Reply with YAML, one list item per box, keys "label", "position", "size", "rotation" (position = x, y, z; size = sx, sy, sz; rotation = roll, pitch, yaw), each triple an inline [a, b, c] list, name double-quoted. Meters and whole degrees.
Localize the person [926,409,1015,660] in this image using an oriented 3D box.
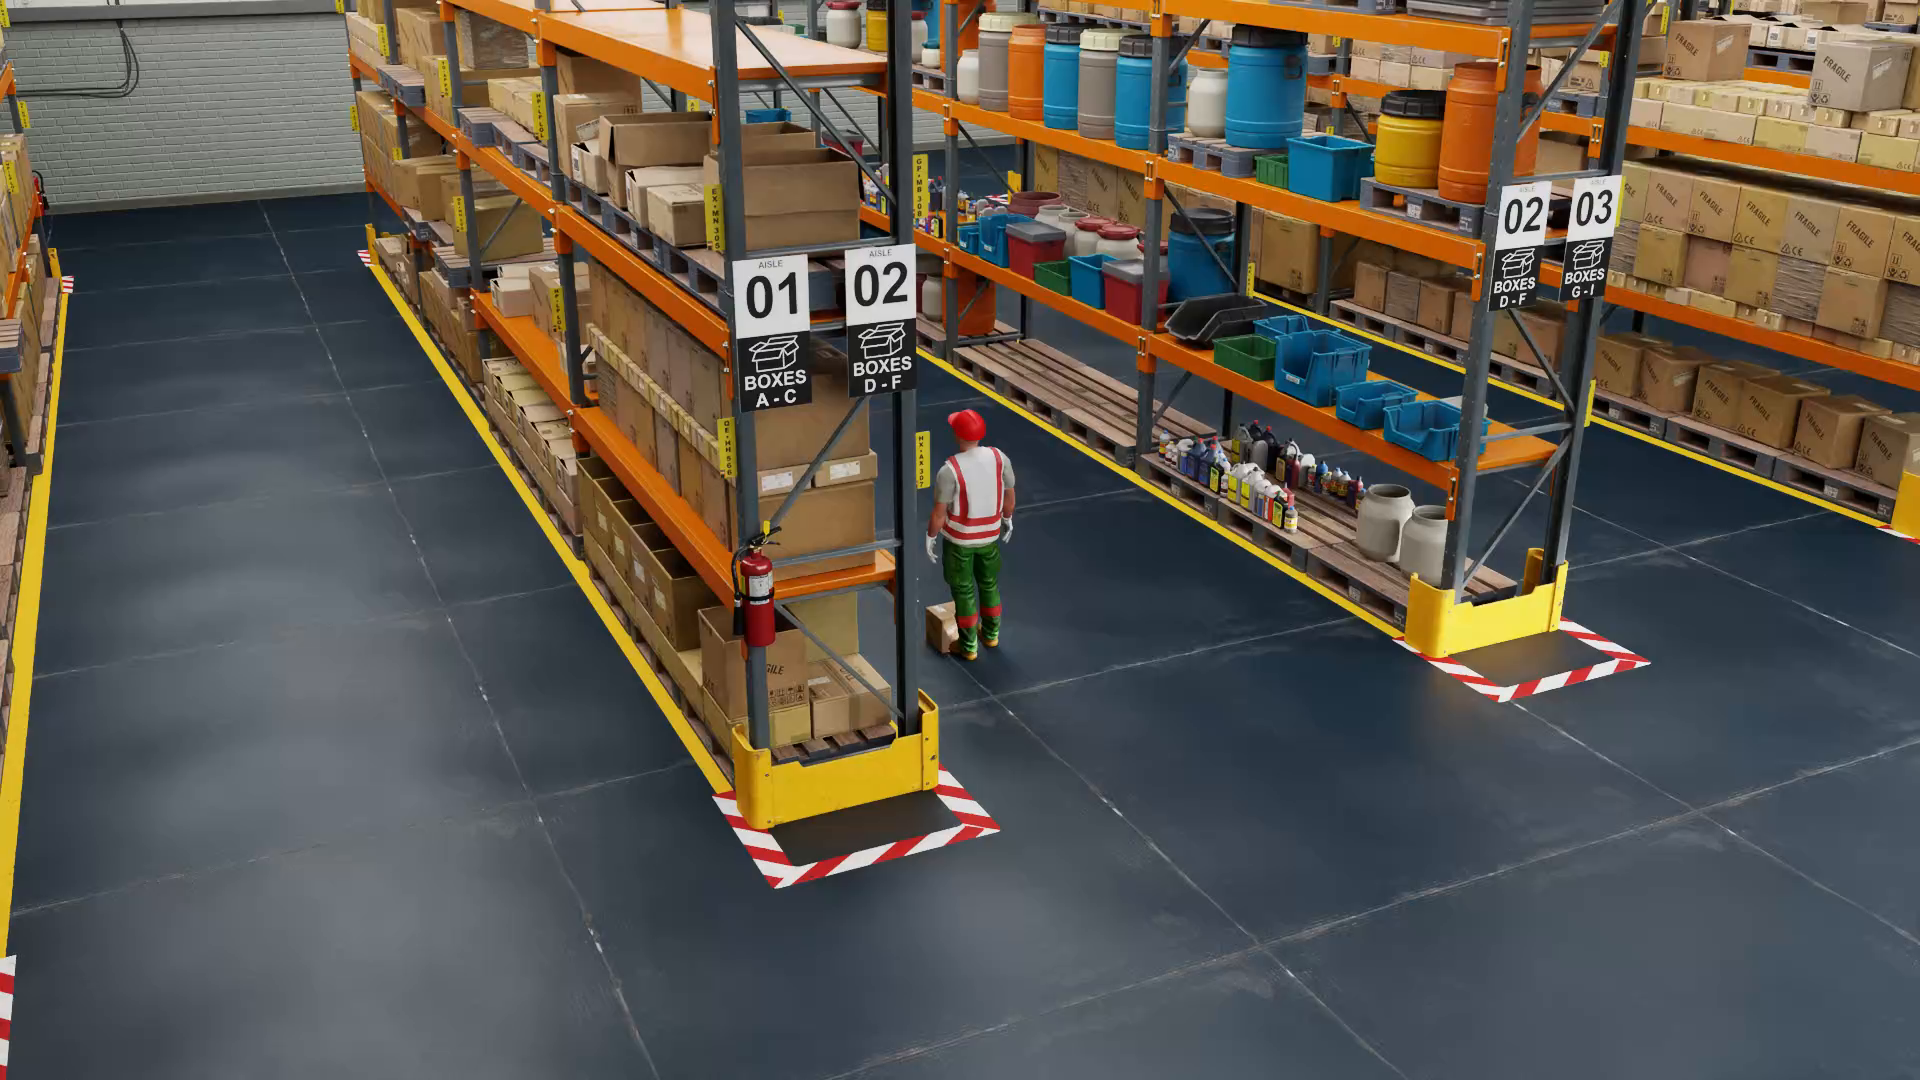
- label: "person"
  position: [0.042, -0.059, 11.119]
  size: [0.638, 1.787, 0.564]
  rotation: [-10, 24, -24]
